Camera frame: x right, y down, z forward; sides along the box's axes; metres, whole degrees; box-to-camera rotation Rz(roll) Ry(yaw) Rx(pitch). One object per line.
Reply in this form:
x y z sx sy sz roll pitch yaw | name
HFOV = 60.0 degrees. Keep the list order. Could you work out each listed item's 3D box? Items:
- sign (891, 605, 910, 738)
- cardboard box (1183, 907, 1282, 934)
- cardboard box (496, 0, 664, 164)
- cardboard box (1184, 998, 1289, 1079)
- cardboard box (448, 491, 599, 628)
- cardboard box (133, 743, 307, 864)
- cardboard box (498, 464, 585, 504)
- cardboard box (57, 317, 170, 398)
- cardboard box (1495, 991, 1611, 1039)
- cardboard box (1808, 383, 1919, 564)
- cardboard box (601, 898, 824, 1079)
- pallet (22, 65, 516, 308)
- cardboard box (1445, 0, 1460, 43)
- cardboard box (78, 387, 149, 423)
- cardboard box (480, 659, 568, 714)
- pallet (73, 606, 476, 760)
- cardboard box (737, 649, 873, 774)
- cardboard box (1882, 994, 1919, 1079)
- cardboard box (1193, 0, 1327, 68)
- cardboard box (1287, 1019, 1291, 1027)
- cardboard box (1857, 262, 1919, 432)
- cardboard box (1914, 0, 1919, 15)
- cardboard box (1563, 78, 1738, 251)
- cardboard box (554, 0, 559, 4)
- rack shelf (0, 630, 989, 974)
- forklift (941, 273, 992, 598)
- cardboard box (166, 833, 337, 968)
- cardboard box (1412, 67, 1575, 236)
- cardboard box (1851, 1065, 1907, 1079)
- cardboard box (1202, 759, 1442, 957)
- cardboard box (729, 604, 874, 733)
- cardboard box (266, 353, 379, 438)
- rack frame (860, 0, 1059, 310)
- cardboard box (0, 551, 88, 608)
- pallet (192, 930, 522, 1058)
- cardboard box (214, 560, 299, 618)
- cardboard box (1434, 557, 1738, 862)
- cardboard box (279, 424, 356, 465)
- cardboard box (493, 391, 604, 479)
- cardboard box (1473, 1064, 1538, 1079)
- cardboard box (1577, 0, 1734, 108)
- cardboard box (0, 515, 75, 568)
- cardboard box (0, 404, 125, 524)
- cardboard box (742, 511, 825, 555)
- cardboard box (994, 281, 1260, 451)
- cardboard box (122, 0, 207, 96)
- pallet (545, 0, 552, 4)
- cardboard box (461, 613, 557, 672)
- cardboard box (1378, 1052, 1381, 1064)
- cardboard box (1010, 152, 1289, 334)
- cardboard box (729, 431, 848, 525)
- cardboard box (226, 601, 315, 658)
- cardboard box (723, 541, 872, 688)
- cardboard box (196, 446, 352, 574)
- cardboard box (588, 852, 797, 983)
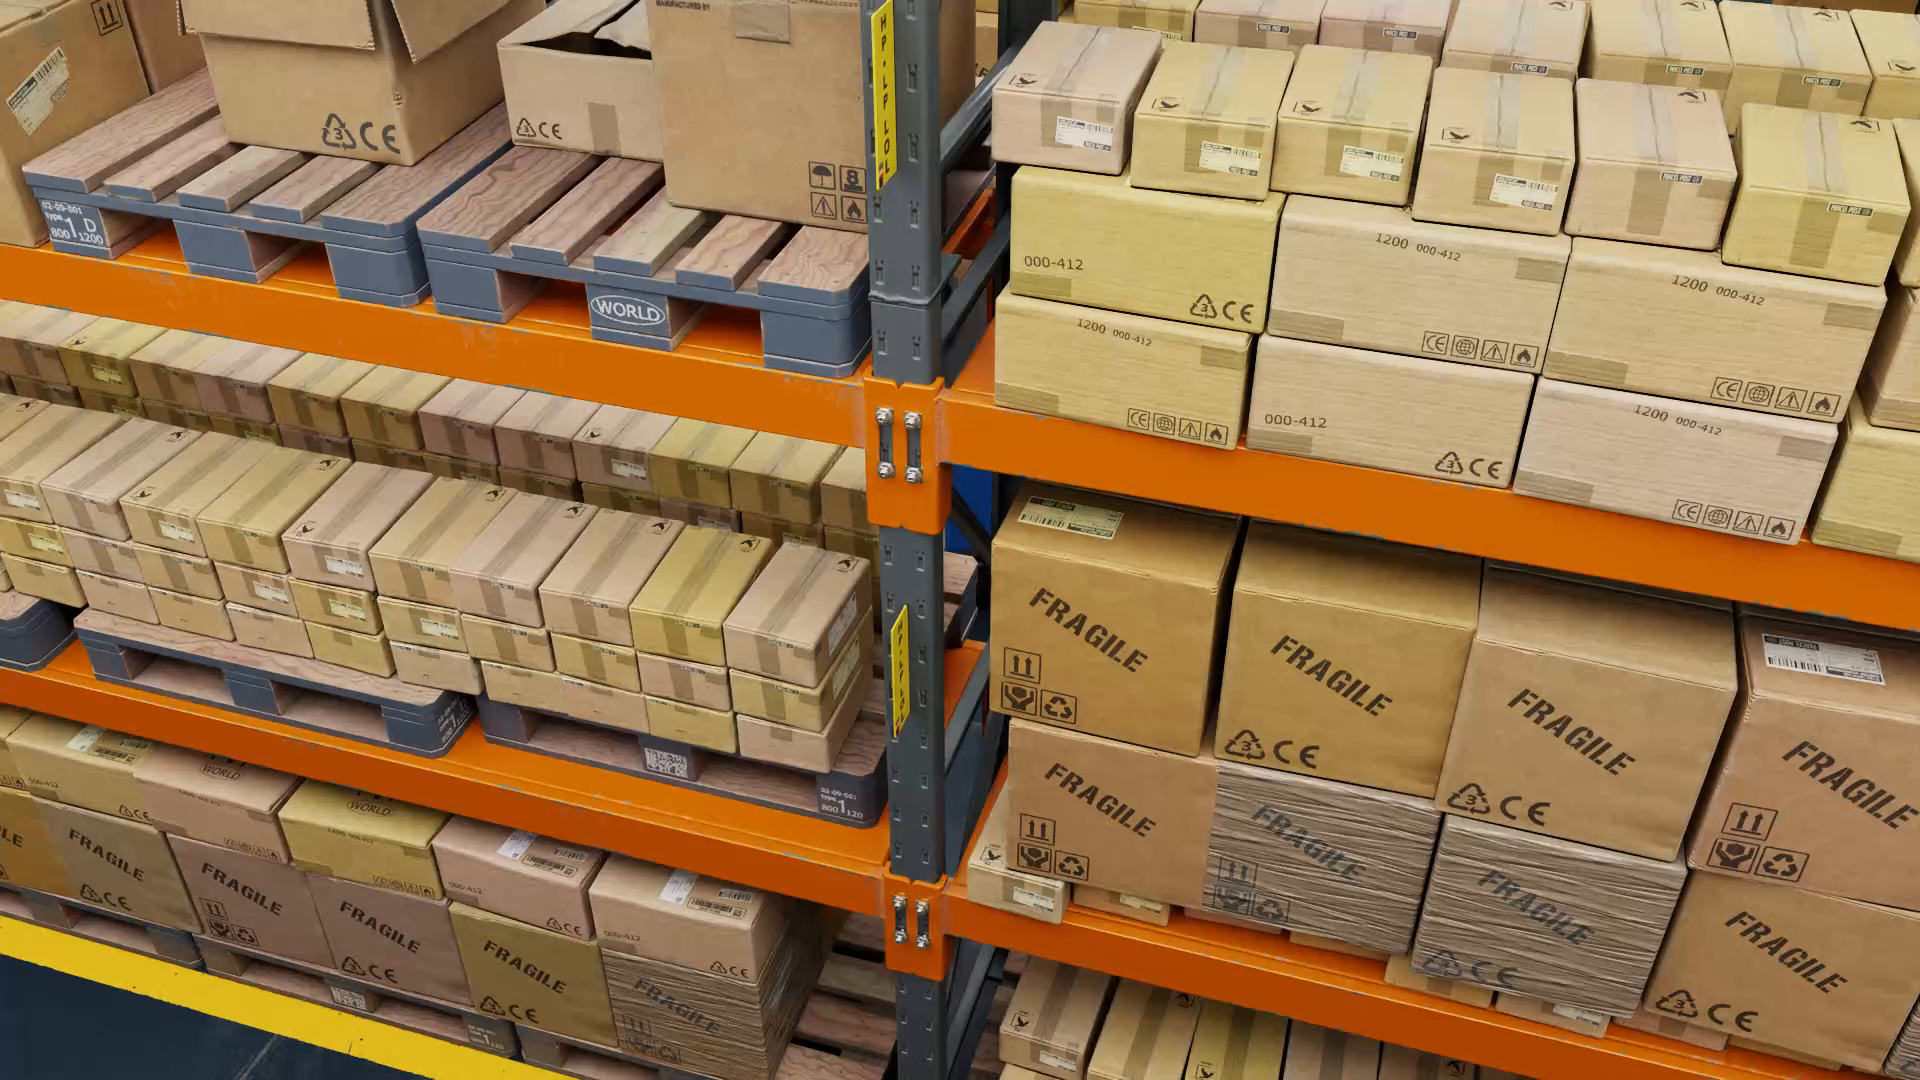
-0.137 0.305 3.829 0.005 0.325 0.100 10 38 14 | sign
0.737 0.814 4.326 0.250 0.149 0.380 9 37 12 | cardboard box
-0.752 -1.159 3.985 0.500 0.311 0.500 10 38 13 | cardboard box
0.794 1.473 4.767 0.250 0.149 0.380 10 38 13 | cardboard box
-1.169 0.048 4.510 0.250 0.149 0.380 10 38 14 | cardboard box
-2.254 0.728 5.352 0.500 0.250 0.500 11 38 14 | cardboard box
-1.214 -0.243 5.157 0.250 0.149 0.380 12 38 16 | cardboard box
-2.699 -0.639 5.443 0.250 0.149 0.380 12 38 15 | cardboard box
1.470 0.998 4.075 0.250 0.149 0.380 12 38 16 | cardboard box
1.859 -0.179 3.059 0.500 0.250 0.500 12 38 16 | cardboard box
-0.756 1.306 5.200 0.500 0.500 0.500 10 37 13 | cardboard box
-1.523 -1.027 4.243 1.003 0.211 1.213 10 38 14 | pallet
2.450 -2.373 7.686 0.500 0.500 0.500 10 38 14 | cardboard box
-2.678 -0.517 5.529 0.250 0.149 0.380 11 38 15 | cardboard box
-1.137 0.295 4.676 0.250 0.149 0.380 9 37 12 | cardboard box
-1.891 0.153 5.173 1.213 0.211 1.003 10 38 14 | pallet
-0.413 0.430 4.492 0.250 0.149 0.380 10 37 13 | cardboard box
2.361 0.891 3.673 0.500 0.500 0.500 11 38 14 | cardboard box
0.661 -1.111 3.567 0.250 0.149 0.380 11 38 15 | cardboard box
1.154 1.369 5.159 0.250 0.149 0.380 11 38 14 | cardboard box
1.873 -0.401 2.938 0.500 0.250 0.500 9 37 12 | cardboard box
4.564 -2.312 7.604 0.500 0.500 0.500 10 37 13 | cardboard box
1.225 -0.680 2.981 0.250 0.149 0.380 9 37 12 | cardboard box
-1.834 -2.839 8.993 0.500 0.500 0.500 12 38 15 | cardboard box
-1.883 0.393 5.293 4.000 0.370 1.077 10 38 14 | rack shelf
-0.841 -1.085 6.752 3.031 2.935 1.130 -8 37 -10 | forklift
-2.221 1.031 5.573 0.500 0.500 0.500 10 37 13 | cardboard box
0.972 -0.714 3.027 0.250 0.149 0.380 9 37 13 | cardboard box
2.245 1.089 3.951 0.250 0.149 0.380 9 37 12 | cardboard box
0.898 0.610 4.056 0.500 0.500 0.500 10 38 14 | cardboard box
-0.413 0.310 4.405 0.250 0.149 0.380 12 38 15 | cardboard box
-1.954 -0.501 5.256 0.250 0.149 0.380 12 38 16 | cardboard box
0.026 -1.960 2.821 0.127 3.000 1.000 10 38 14 | rack frame
-2.654 0.017 5.055 0.250 0.149 0.380 12 38 16 | cardboard box
-1.886 1.228 5.903 1.213 0.211 1.003 10 38 14 | pallet
-1.903 0.033 4.781 0.250 0.149 0.380 12 38 16 | cardboard box
1.355 0.301 3.632 0.500 0.500 0.500 11 38 15 | cardboard box
-1.953 -0.382 5.345 0.250 0.149 0.380 11 38 15 | cardboard box
-1.207 -0.364 5.070 0.250 0.149 0.380 10 38 14 | cardboard box
1.553 1.599 4.596 0.250 0.149 0.380 9 37 12 | cardboard box
1.403 -0.973 3.379 0.250 0.149 0.380 9 37 12 | cardboard box
-2.635 -0.103 4.966 0.250 0.149 0.380 11 38 14 | cardboard box
-2.666 -0.228 4.885 0.250 0.149 0.380 9 37 12 | cardboard box
-0.461 -0.106 4.970 0.250 0.149 0.380 10 37 13 | cardboard box
0.389 -0.460 3.441 0.500 0.250 0.500 12 38 16 | cardboard box
-2.214 -1.370 4.466 0.500 0.500 0.500 10 38 14 | cardboard box
-2.929 -3.027 9.495 1.003 0.211 1.213 10 38 14 | pallet
-1.163 0.173 4.591 0.250 0.149 0.380 9 37 12 | cardboard box
1.211 1.531 5.190 0.250 0.149 0.380 10 37 13 | cardboard box
0.413 -0.672 3.306 0.500 0.250 0.500 12 38 15 | cardboard box
-0.481 -0.227 4.883 0.250 0.149 0.380 12 38 15 | cardboard box
-1.911 0.155 4.867 0.250 0.149 0.380 9 37 12 | cardboard box
-0.416 0.188 4.319 0.250 0.149 0.380 12 38 16 | cardboard box
-1.917 -0.089 4.696 0.250 0.149 0.380 10 38 13 | cardboard box
-0.761 1.003 4.978 0.500 0.250 0.500 10 37 13 | cardboard box
